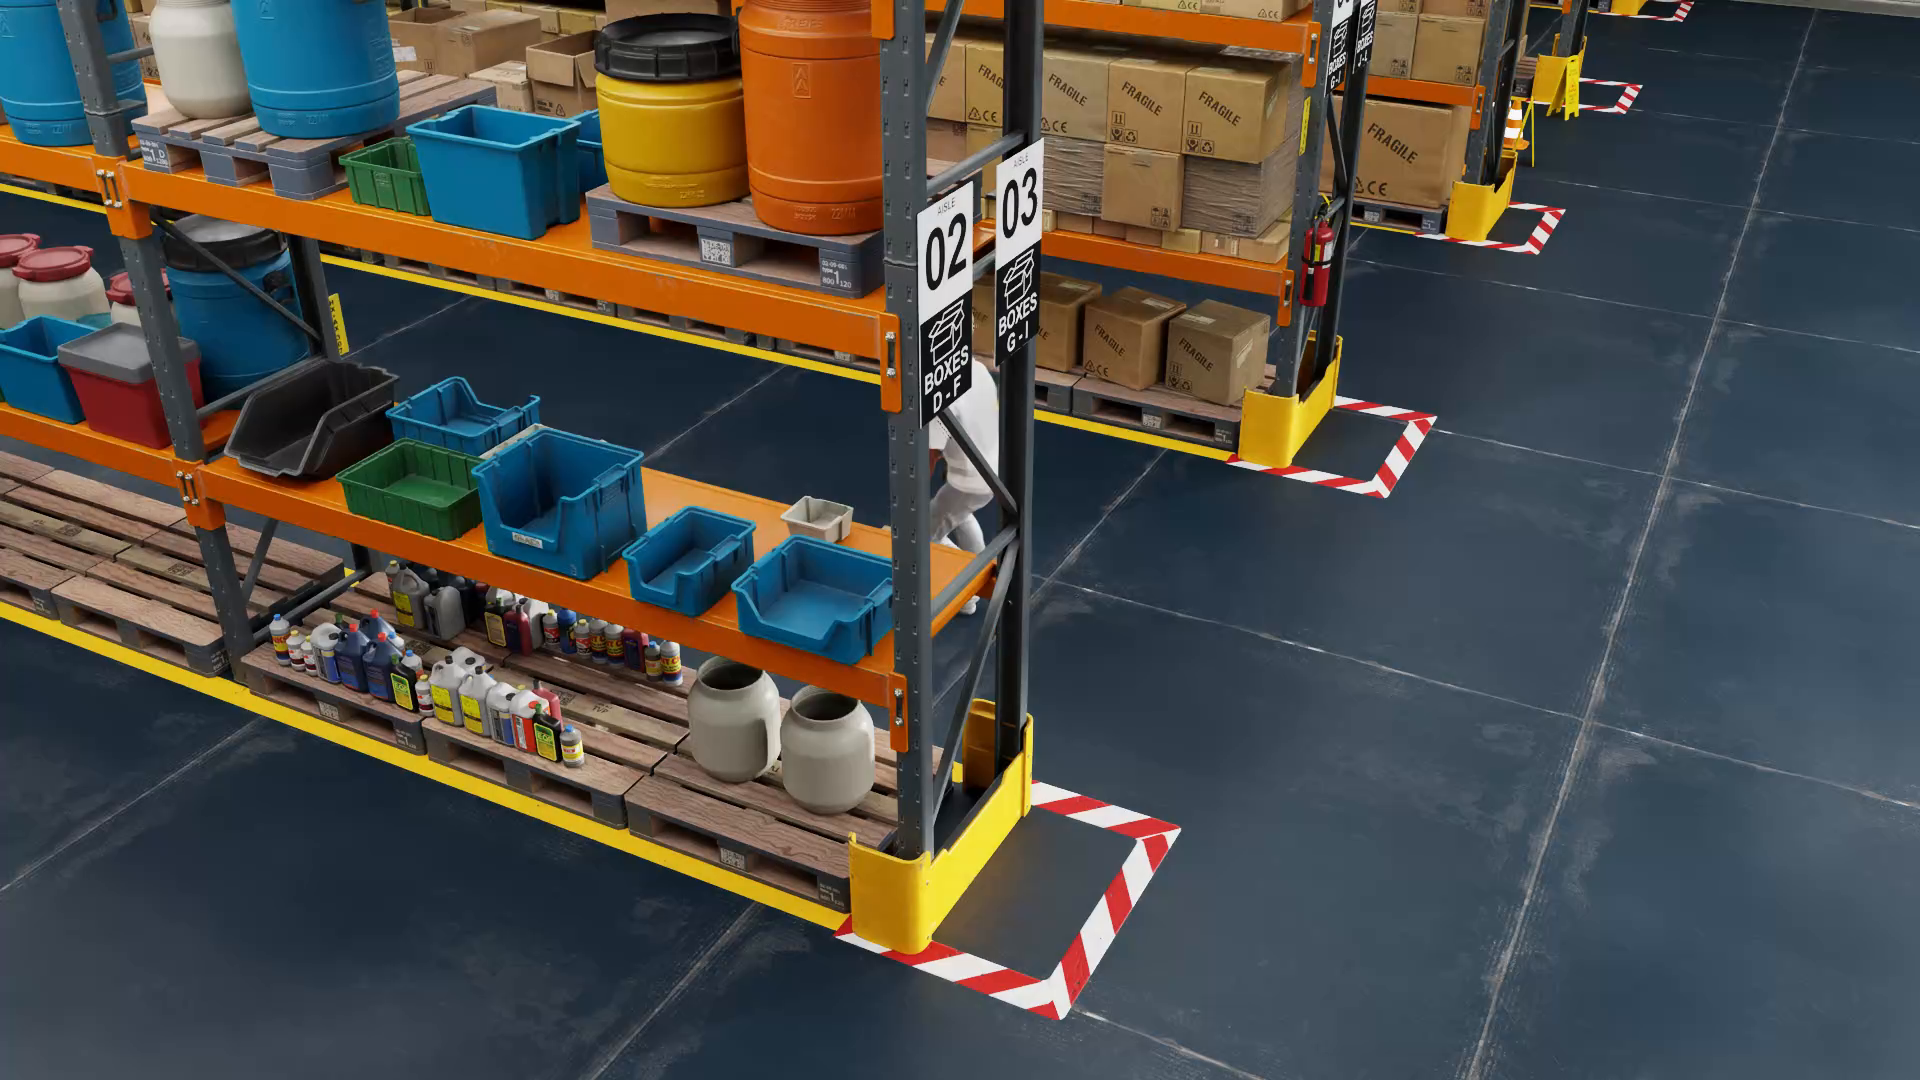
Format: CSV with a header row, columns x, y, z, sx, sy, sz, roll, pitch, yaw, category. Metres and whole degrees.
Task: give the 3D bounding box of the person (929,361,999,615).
x,y,z,sx,sy,sz,roll,pitch,yaw,category
-0.031,-0.365,9.061,0.599,1.614,0.616,15,33,24,person
